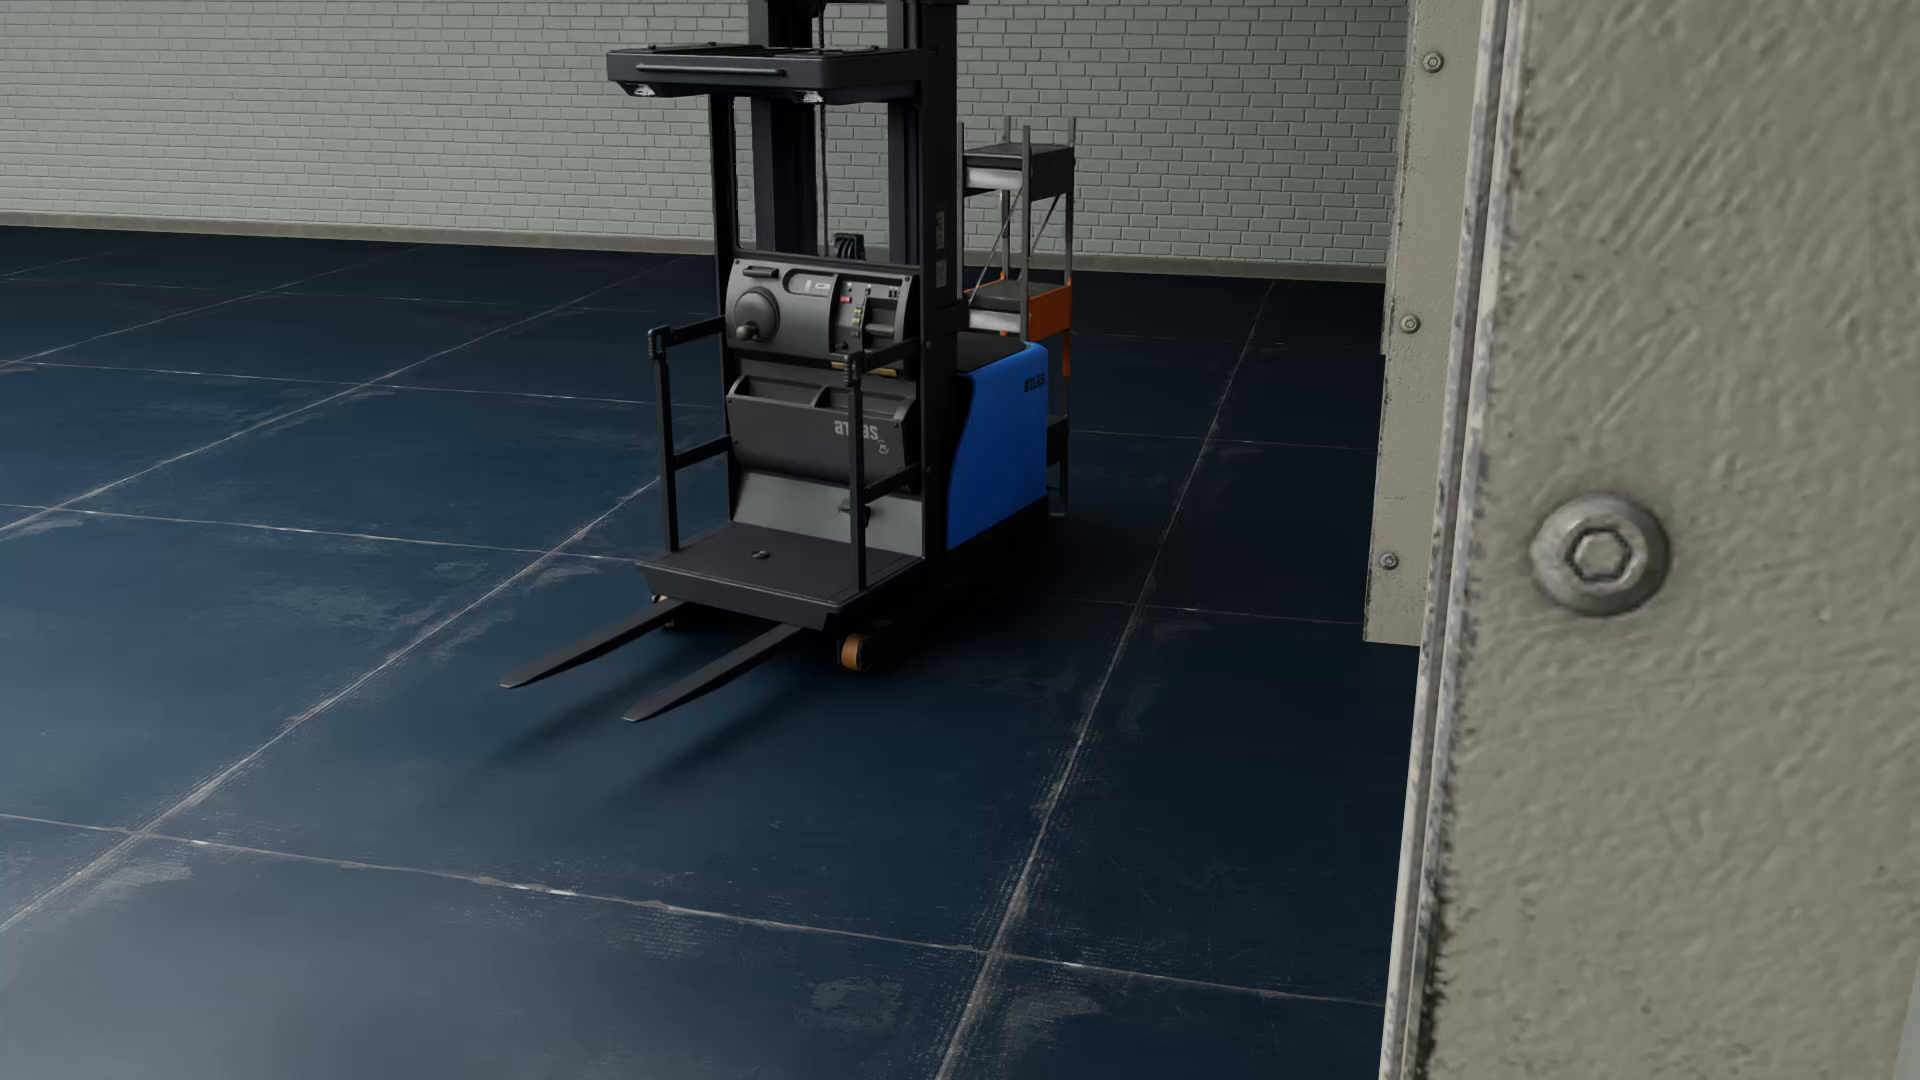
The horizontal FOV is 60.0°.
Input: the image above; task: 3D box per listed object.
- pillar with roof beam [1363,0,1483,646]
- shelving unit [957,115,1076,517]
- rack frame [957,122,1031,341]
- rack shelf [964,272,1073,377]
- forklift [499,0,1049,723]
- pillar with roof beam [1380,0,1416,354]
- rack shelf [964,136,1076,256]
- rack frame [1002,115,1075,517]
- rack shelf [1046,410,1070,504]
[{"bbox_3d":[-2.200,-4.203,7.017,9.100,9.000,0.400,5,19,13],"label":"pillar with roof beam"},{"bbox_3d":[0.279,-1.082,8.551,0.431,2.100,0.503,10,21,28],"label":"shelving unit"},{"bbox_3d":[0.159,-1.013,8.350,0.400,2.100,0.015,10,21,28],"label":"rack frame"},{"bbox_3d":[0.279,-1.069,8.555,0.431,0.518,0.480,10,21,28],"label":"rack shelf"},{"bbox_3d":[-0.719,-0.997,7.016,1.130,2.935,3.031,10,21,28],"label":"forklift"},{"bbox_3d":[-0.734,-6.084,12.523,9.100,9.000,0.400,5,19,13],"label":"pillar with roof beam"},{"bbox_3d":[0.279,-1.731,8.329,0.431,0.518,0.480,10,21,28],"label":"rack shelf"},{"bbox_3d":[0.400,-1.150,8.751,0.400,2.100,0.015,10,21,28],"label":"rack frame"},{"bbox_3d":[0.279,-0.406,8.781,0.431,0.518,0.480,10,21,28],"label":"rack shelf"}]
